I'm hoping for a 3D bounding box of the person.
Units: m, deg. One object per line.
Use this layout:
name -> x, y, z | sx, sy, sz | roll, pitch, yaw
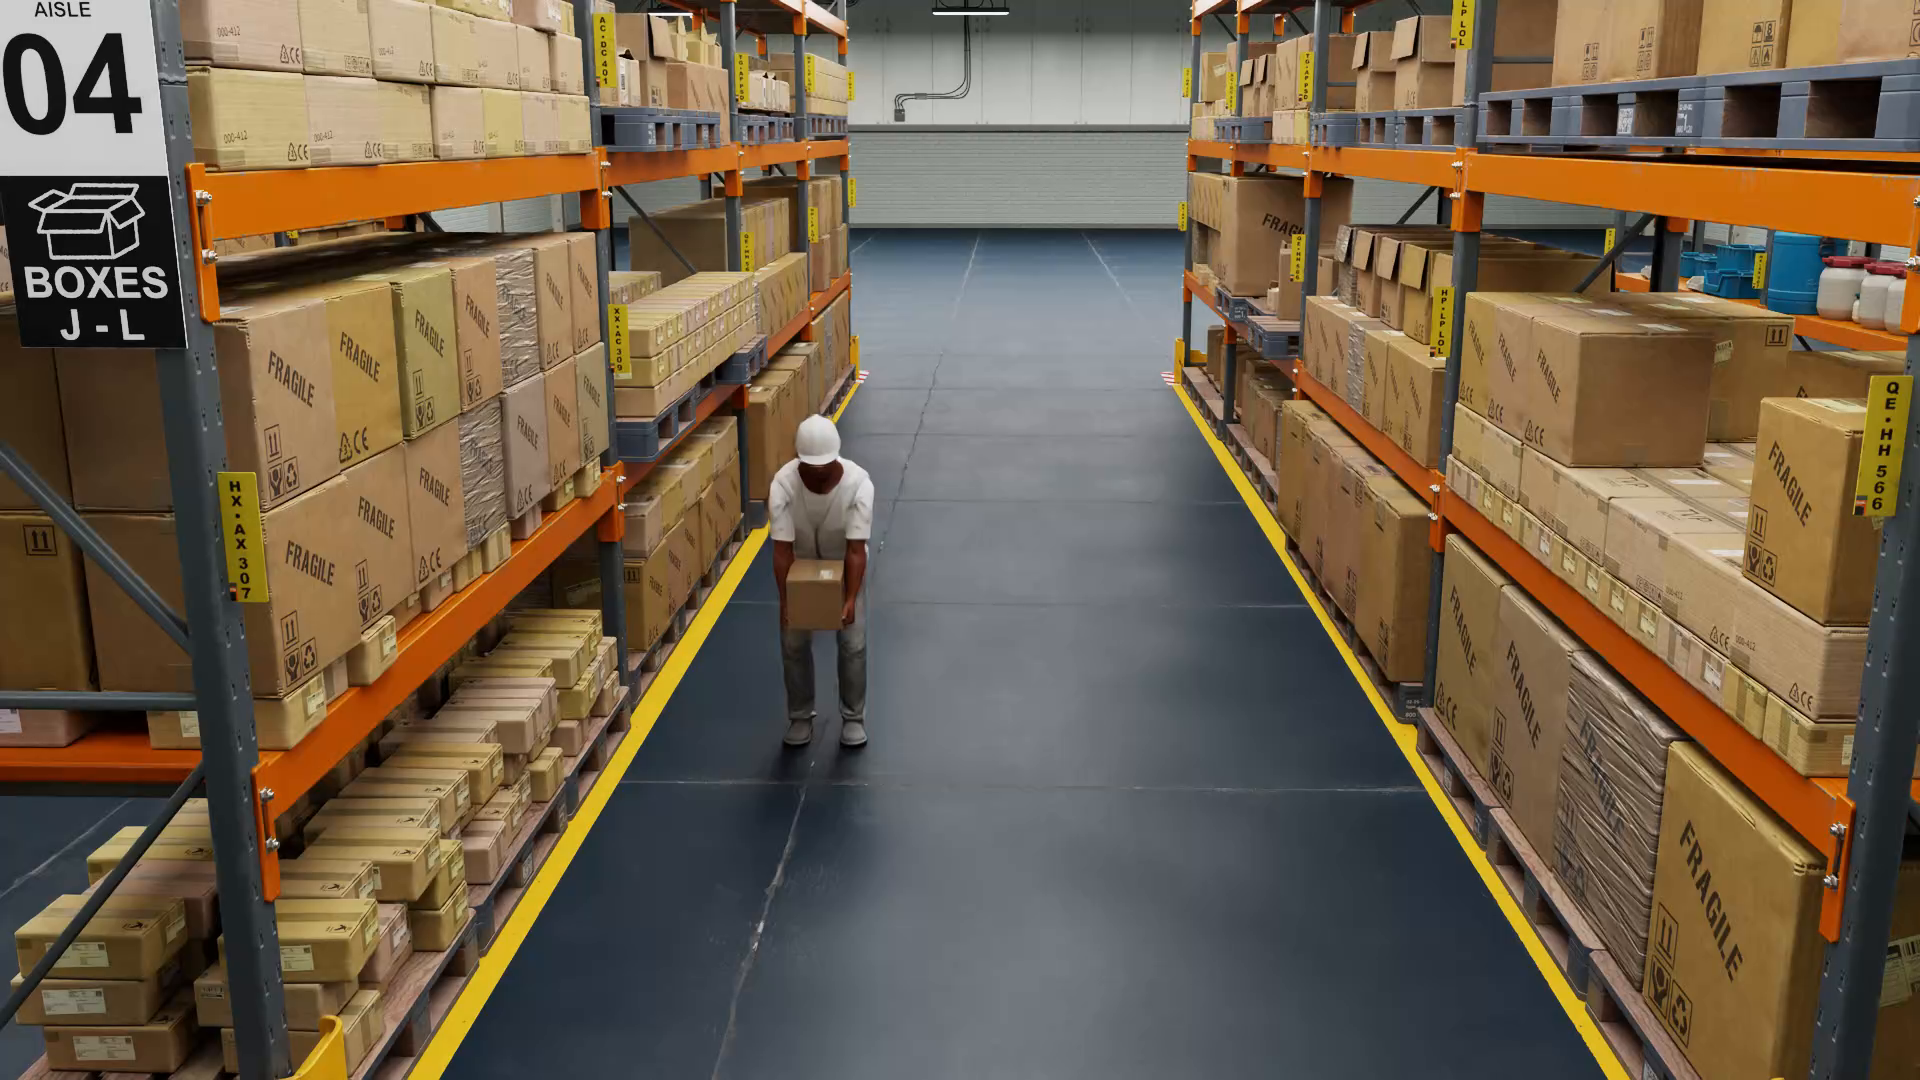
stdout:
person -> -0.644, 0.197, 7.871 | 0.483, 1.656, 0.695 | 0, 14, 0
